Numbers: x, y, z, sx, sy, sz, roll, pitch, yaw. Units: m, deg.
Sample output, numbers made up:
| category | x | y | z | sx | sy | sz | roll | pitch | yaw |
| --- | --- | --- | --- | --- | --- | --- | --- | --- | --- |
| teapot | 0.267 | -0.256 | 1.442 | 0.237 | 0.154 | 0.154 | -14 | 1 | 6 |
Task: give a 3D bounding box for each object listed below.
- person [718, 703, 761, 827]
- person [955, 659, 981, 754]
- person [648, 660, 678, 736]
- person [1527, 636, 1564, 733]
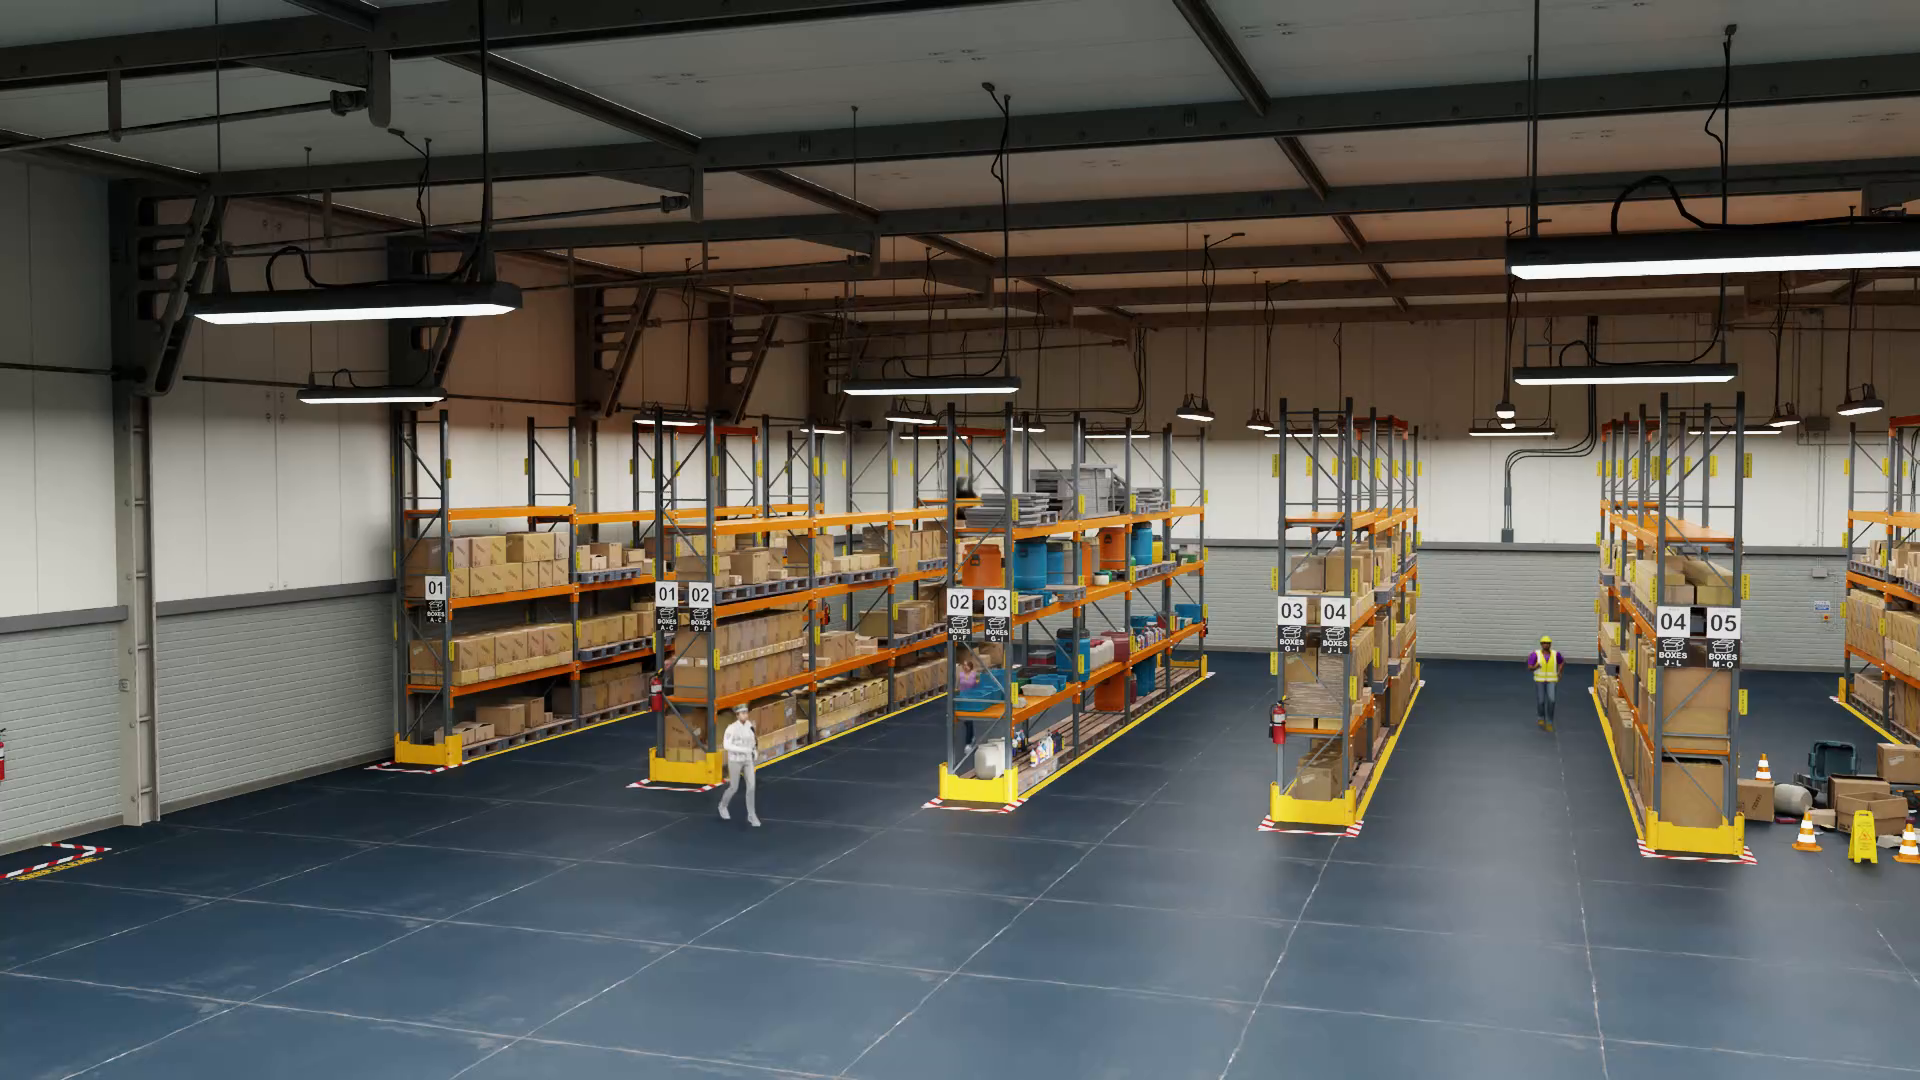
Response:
| category | x | y | z | sx | sy | sz | roll | pitch | yaw |
| --- | --- | --- | --- | --- | --- | --- | --- | --- | --- |
| person | -3.103 | 3.150 | 23.457 | 0.629 | 1.737 | 0.806 | -2 | 3 | -43 |
| person | 0.140 | 2.919 | 29.502 | 0.531 | 1.621 | 0.792 | 1 | 3 | 17 |
| person | -5.105 | 2.929 | 28.916 | 0.659 | 1.679 | 0.586 | 0 | 2 | 9 |
| person | 11.209 | 2.747 | 31.833 | 0.677 | 1.823 | 0.737 | 1 | 3 | 17 |
